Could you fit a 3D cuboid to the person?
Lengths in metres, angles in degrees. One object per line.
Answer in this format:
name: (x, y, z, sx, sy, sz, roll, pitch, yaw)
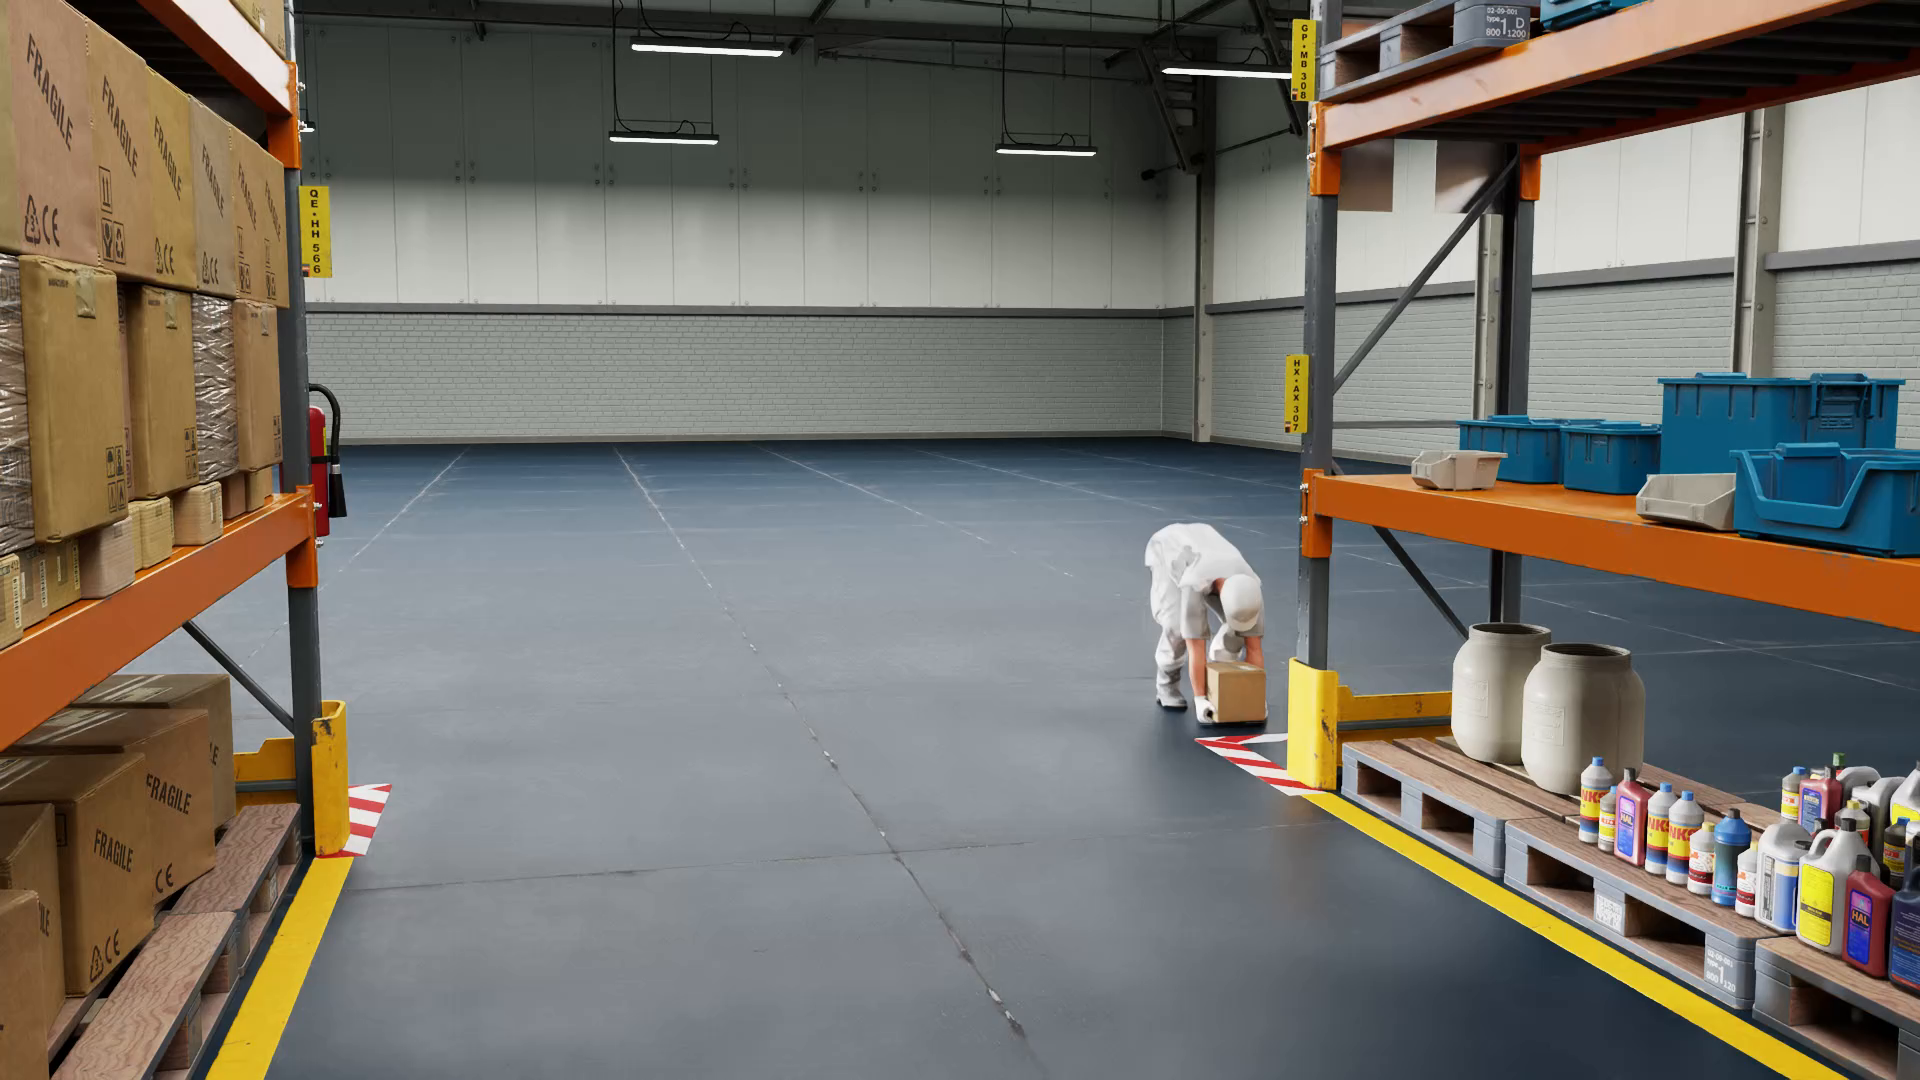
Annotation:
person: (1.267, 0.405, 8.455, 0.525, 0.941, 0.949, -2, 6, -16)
